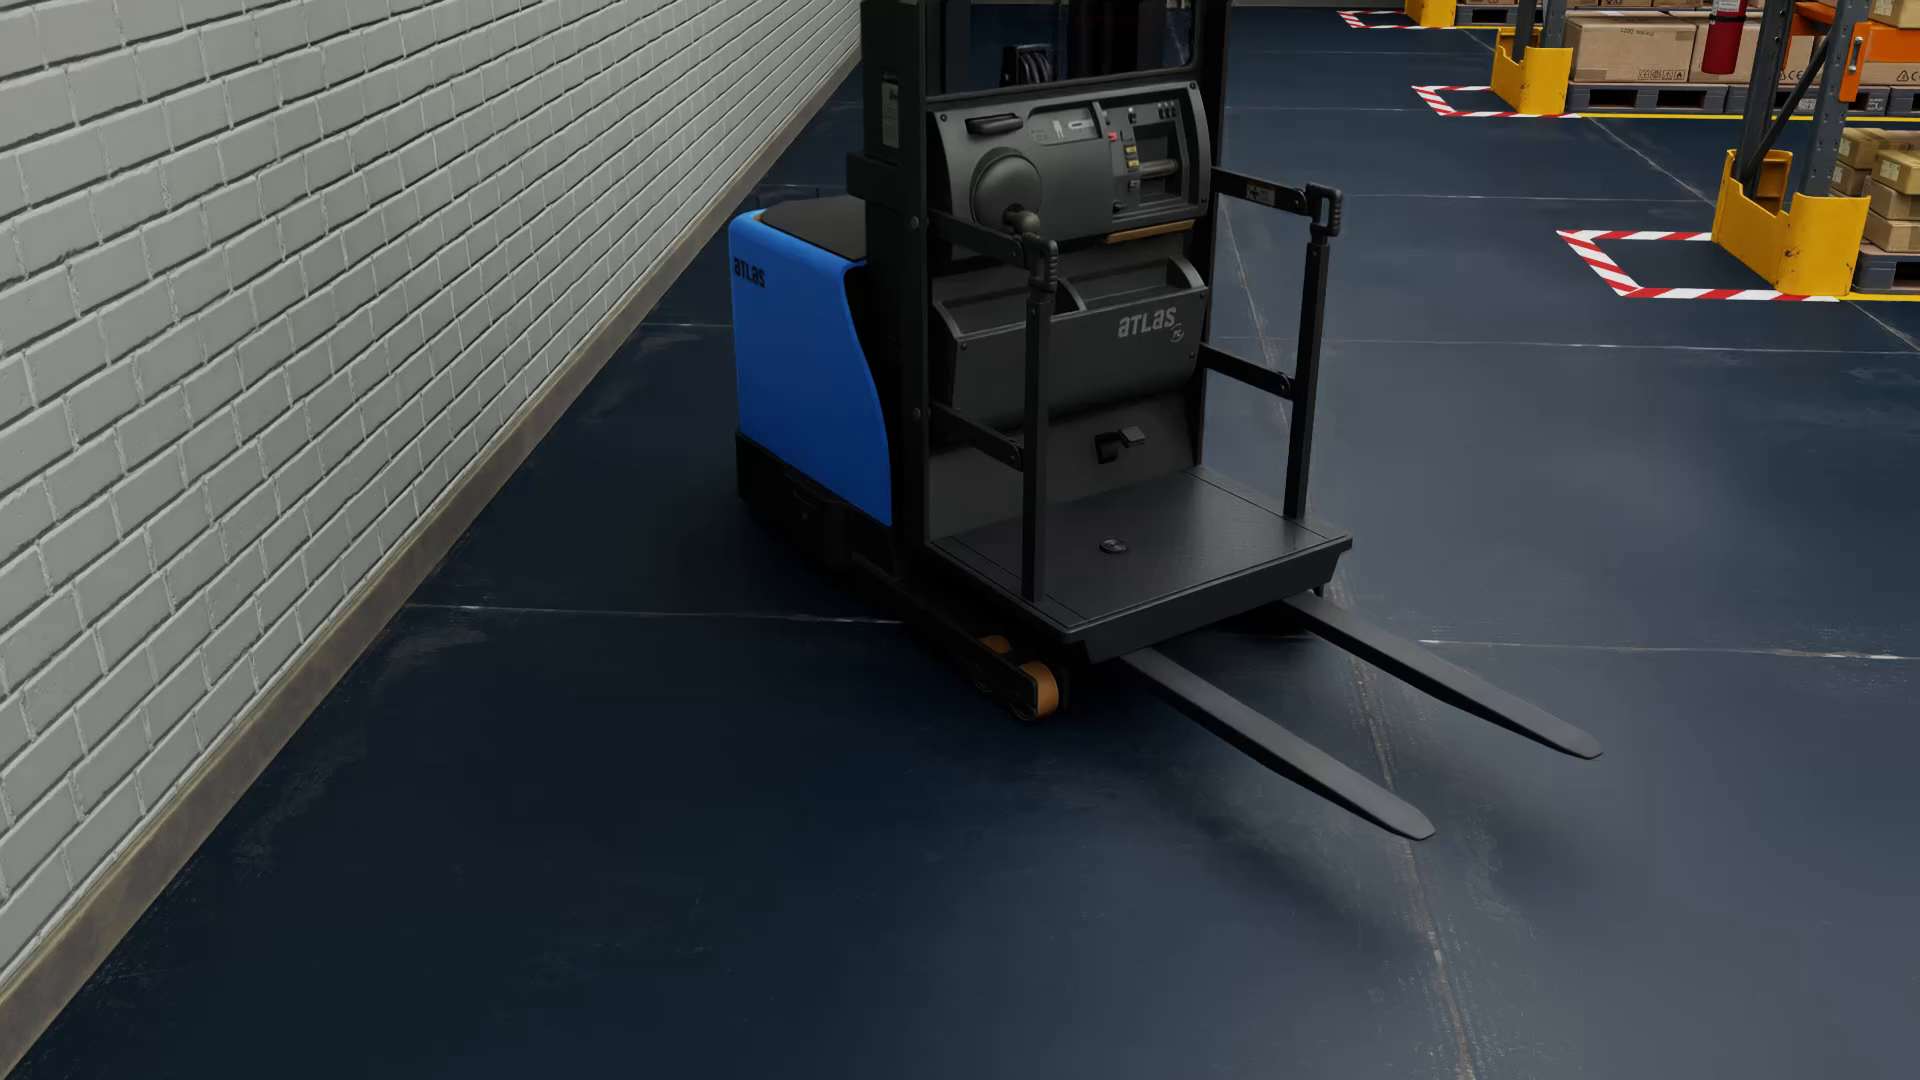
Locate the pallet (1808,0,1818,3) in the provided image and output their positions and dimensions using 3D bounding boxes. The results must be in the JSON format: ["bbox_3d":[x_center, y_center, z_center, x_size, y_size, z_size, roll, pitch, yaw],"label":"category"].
[{"bbox_3d":[9.781,-5.577,17.618,1.213,0.211,1.003,2,25,4],"label":"pallet"}]

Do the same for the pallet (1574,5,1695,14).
[{"bbox_3d":[7.063,-5.648,17.771,1.213,0.211,1.003,2,25,4],"label":"pallet"}]

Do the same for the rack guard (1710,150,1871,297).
[{"bbox_3d":[4.400,-1.709,8.866,0.348,0.500,1.175,2,25,4],"label":"rack guard"}]

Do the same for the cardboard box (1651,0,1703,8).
[{"bbox_3d":[7.466,-5.902,17.475,0.500,0.500,0.700,1,25,2],"label":"cardboard box"}]

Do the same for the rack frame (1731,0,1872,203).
[{"bbox_3d":[4.324,-2.847,8.349,0.127,3.000,1.000,2,25,4],"label":"rack frame"}]

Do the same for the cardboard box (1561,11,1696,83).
[{"bbox_3d":[5.268,-3.961,13.332,0.875,0.438,0.875,1,25,2],"label":"cardboard box"}]

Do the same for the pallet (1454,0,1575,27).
[{"bbox_3d":[5.850,-5.688,17.859,1.213,0.211,1.003,2,25,4],"label":"pallet"}]

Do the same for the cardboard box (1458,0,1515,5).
[{"bbox_3d":[5.581,-5.980,17.641,0.637,0.503,0.797,1,25,2],"label":"cardboard box"}]

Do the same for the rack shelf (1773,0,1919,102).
[{"bbox_3d":[6.319,-2.456,8.360,4.000,0.370,1.077,2,25,4],"label":"rack shelf"}]

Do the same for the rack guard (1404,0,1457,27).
[{"bbox_3d":[5.055,-5.844,17.853,0.348,0.500,1.175,2,25,4],"label":"rack guard"}]

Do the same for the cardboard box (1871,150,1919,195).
[{"bbox_3d":[4.821,-1.854,8.388,0.250,0.149,0.380,1,25,2],"label":"cardboard box"}]

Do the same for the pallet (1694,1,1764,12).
[{"bbox_3d":[8.282,-5.610,17.689,1.213,0.211,1.003,2,25,4],"label":"pallet"}]

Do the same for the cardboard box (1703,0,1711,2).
[{"bbox_3d":[7.894,-5.883,17.856,0.250,0.149,0.380,2,25,3],"label":"cardboard box"}]

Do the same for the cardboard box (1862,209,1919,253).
[{"bbox_3d":[4.822,-1.592,8.530,0.250,0.149,0.380,2,25,5],"label":"cardboard box"}]

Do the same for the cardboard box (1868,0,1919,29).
[{"bbox_3d":[4.622,-2.586,8.082,0.250,0.149,0.380,2,25,4],"label":"cardboard box"}]

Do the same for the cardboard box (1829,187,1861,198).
[{"bbox_3d":[4.865,-1.813,9.009,0.250,0.149,0.380,2,25,5],"label":"cardboard box"}]

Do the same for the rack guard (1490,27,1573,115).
[{"bbox_3d":[4.579,-3.778,13.364,0.348,0.500,1.175,2,25,4],"label":"rack guard"}]

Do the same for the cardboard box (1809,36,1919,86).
[{"bbox_3d":[7.080,-3.905,13.212,0.875,0.438,0.875,1,25,2],"label":"cardboard box"}]

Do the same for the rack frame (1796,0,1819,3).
[{"bbox_3d":[8.967,-6.854,17.057,0.127,3.000,1.000,2,25,4],"label":"rack frame"}]

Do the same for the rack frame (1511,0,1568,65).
[{"bbox_3d":[4.603,-4.913,12.839,0.127,3.000,1.000,2,25,4],"label":"rack frame"}]

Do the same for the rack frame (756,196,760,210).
[{"bbox_3d":[-0.663,-0.706,6.028,0.008,1.050,0.200,-16,29,-32],"label":"rack frame"}]

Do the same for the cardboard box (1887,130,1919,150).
[{"bbox_3d":[5.118,-2.070,8.856,0.250,0.149,0.380,2,25,5],"label":"cardboard box"}]

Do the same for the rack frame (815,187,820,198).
[{"bbox_3d":[-0.463,-0.765,6.156,0.008,1.050,0.200,-16,29,-32],"label":"rack frame"}]

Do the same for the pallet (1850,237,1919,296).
[{"bbox_3d":[5.207,-1.537,8.838,1.213,0.211,1.003,2,25,4],"label":"pallet"}]

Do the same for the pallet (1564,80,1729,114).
[{"bbox_3d":[5.406,-3.653,13.437,1.213,0.211,1.003,2,25,4],"label":"pallet"}]

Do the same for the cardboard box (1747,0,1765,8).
[{"bbox_3d":[8.389,-5.645,17.338,0.250,0.149,0.380,1,25,2],"label":"cardboard box"}]

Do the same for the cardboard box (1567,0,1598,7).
[{"bbox_3d":[6.431,-5.935,17.547,0.500,0.500,0.700,3,25,6],"label":"cardboard box"}]

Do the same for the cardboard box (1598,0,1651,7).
[{"bbox_3d":[6.950,-5.876,17.420,0.500,0.500,0.500,2,25,5],"label":"cardboard box"}]

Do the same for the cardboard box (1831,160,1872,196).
[{"bbox_3d":[4.872,-1.980,9.016,0.250,0.149,0.380,1,25,3],"label":"cardboard box"}]

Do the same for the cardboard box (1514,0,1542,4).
[{"bbox_3d":[6.002,-5.789,17.651,0.250,0.149,0.380,1,25,2],"label":"cardboard box"}]

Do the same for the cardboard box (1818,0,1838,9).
[{"bbox_3d":[4.671,-2.840,8.635,0.250,0.149,0.380,2,25,4],"label":"cardboard box"}]

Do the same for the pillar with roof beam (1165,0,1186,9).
[{"bbox_3d":[2.030,-8.375,13.186,0.400,9.000,9.100,2,25,4],"label":"pillar with roof beam"}]

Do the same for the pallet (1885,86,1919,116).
[{"bbox_3d":[7.839,-3.575,13.268,1.213,0.211,1.003,2,25,4],"label":"pallet"}]

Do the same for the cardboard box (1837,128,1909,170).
[{"bbox_3d":[4.872,-2.102,8.925,0.250,0.149,0.380,2,25,5],"label":"cardboard box"}]

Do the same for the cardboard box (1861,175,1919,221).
[{"bbox_3d":[4.827,-1.754,8.526,0.250,0.149,0.380,3,25,6],"label":"cardboard box"}]

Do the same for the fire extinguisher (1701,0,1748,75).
[{"bbox_3d":[4.109,-2.843,8.878,0.183,0.674,0.296,2,25,4],"label":"fire extinguisher"}]

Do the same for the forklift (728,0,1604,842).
[{"bbox_3d":[0.455,-1.053,4.533,1.130,2.935,3.031,-16,29,-31],"label":"forklift"}]

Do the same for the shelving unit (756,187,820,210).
[{"bbox_3d":[-0.563,-0.735,6.092,0.252,1.050,0.215,-16,29,-32],"label":"shelving unit"}]

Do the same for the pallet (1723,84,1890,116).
[{"bbox_3d":[6.619,-3.613,13.350,1.213,0.211,1.003,2,25,4],"label":"pallet"}]

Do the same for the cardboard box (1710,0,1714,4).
[{"bbox_3d":[8.033,-5.710,17.339,0.258,0.266,0.396,3,25,6],"label":"cardboard box"}]

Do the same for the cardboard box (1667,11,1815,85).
[{"bbox_3d":[6.181,-3.935,13.276,0.875,0.438,0.875,2,25,5],"label":"cardboard box"}]
